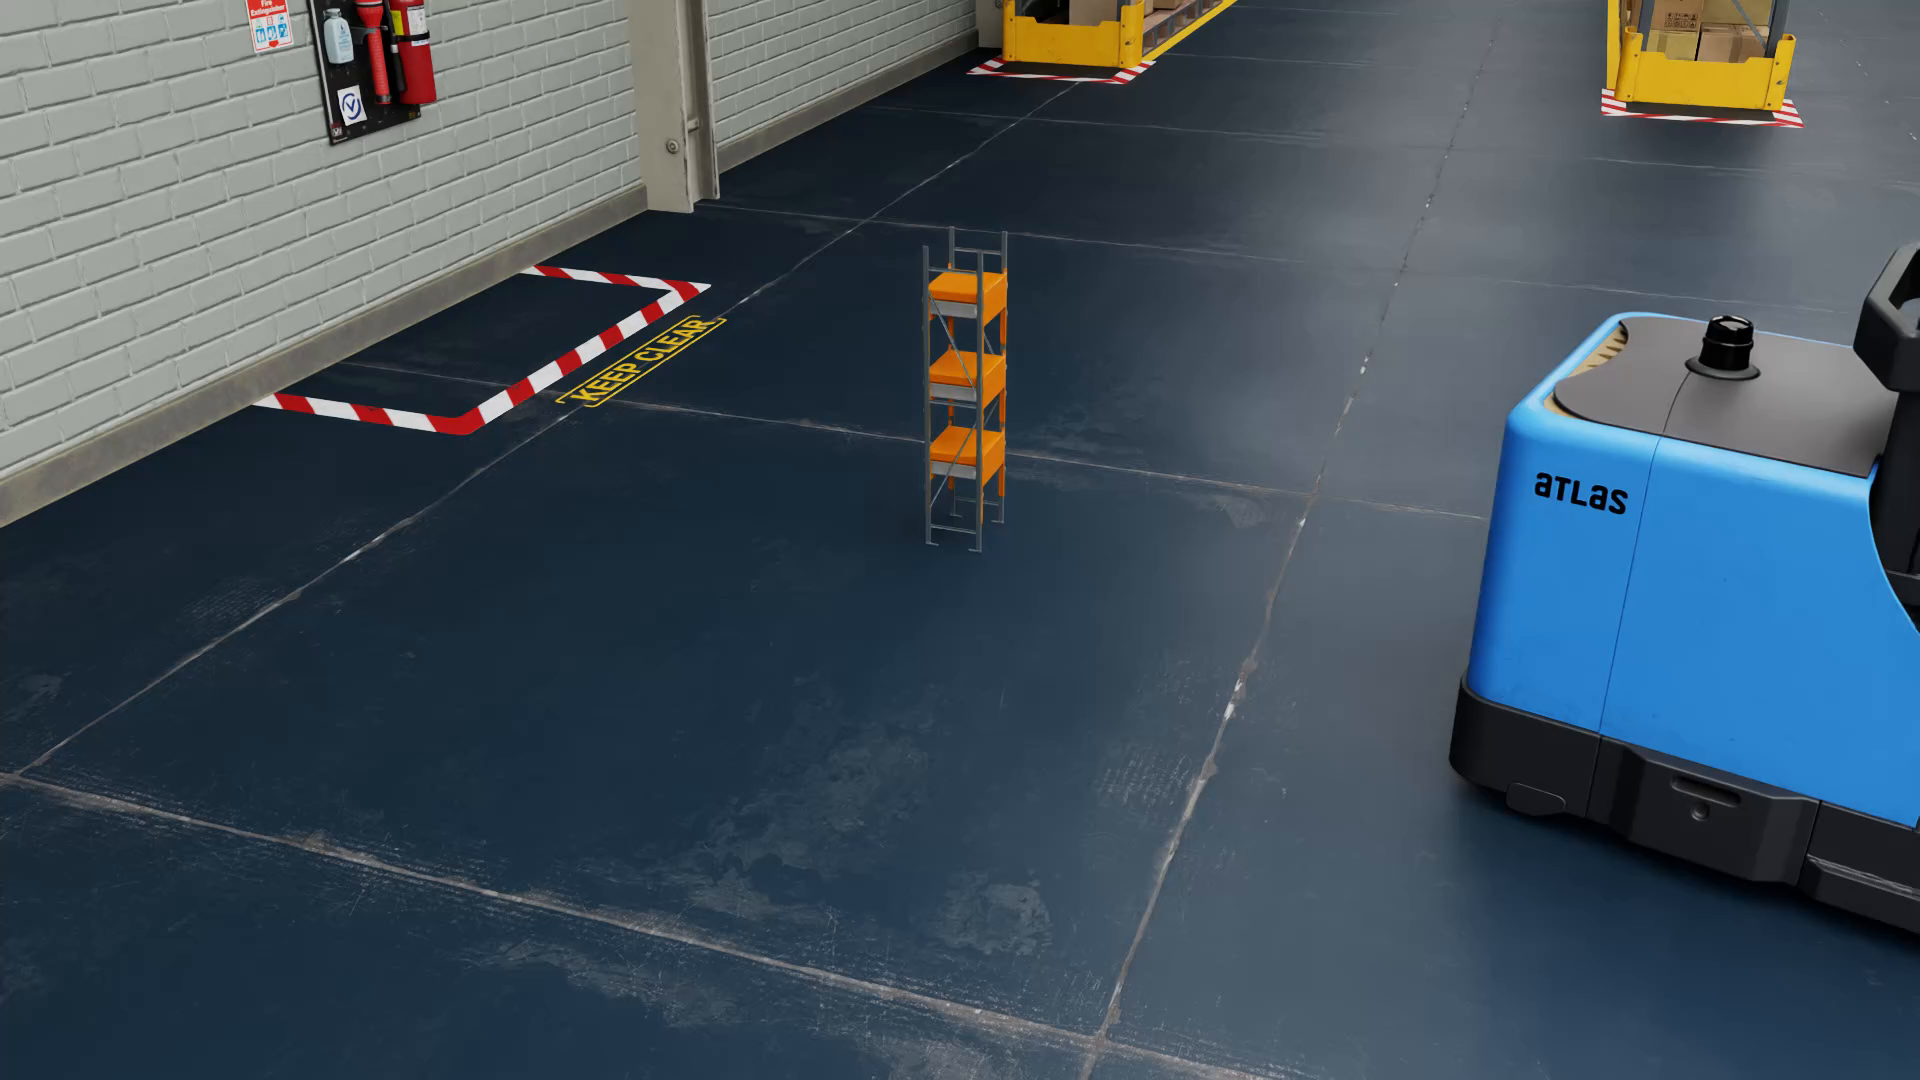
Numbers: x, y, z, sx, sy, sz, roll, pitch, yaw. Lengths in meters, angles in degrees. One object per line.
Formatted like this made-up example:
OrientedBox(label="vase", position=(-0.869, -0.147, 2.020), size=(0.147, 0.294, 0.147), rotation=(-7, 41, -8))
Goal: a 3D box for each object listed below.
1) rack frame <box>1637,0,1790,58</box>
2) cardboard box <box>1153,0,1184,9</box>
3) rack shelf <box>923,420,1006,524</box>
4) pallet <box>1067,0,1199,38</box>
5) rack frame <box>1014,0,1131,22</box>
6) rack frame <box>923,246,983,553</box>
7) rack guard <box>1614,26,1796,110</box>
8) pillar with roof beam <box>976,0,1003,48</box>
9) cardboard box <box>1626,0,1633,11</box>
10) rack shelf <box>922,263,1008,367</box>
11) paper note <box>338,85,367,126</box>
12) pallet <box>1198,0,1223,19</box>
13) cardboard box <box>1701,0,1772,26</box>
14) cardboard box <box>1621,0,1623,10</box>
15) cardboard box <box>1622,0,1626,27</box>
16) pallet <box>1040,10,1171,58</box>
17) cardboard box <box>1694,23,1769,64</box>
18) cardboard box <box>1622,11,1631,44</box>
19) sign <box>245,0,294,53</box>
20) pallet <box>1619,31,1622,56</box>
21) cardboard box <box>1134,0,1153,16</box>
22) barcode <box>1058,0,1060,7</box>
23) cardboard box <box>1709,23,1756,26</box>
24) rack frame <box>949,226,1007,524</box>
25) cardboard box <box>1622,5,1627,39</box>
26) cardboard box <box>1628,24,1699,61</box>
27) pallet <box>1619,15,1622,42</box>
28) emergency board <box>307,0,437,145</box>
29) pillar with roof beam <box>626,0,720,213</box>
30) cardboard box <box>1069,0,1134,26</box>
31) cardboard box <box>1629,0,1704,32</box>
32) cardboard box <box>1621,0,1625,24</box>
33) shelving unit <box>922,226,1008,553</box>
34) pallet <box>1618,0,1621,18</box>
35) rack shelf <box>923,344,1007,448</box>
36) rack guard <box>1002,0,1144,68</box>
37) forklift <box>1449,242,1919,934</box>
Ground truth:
OrientedBox(label="rack frame", position=(5.599, -4.691, 11.996), size=(1.000, 3.000, 0.127), rotation=(9, 27, 17))
OrientedBox(label="cardboard box", position=(1.722, -5.281, 15.578), size=(0.700, 0.500, 0.500), rotation=(7, 27, 14))
OrientedBox(label="rack shelf", position=(0.018, -0.235, 5.692), size=(0.215, 0.259, 0.240), rotation=(9, 27, 17))
OrientedBox(label="pallet", position=(1.663, -5.012, 15.860), size=(1.003, 0.211, 1.213), rotation=(9, 27, 17))
OrientedBox(label="rack frame", position=(0.926, -5.408, 13.477), size=(1.000, 3.000, 0.127), rotation=(9, 27, 17))
OrientedBox(label="rack frame", position=(-0.023, -0.444, 5.463), size=(0.200, 1.050, 0.008), rotation=(9, 27, 17))
OrientedBox(label="rack guard", position=(5.591, -3.556, 12.521), size=(1.175, 0.500, 0.348), rotation=(9, 27, 17))
OrientedBox(label="pillar with roof beam", position=(4.403, -7.897, 11.733), size=(9.100, 9.000, 0.400), rotation=(9, 27, 17))
OrientedBox(label="cardboard box", position=(5.815, -4.657, 13.738), size=(0.500, 0.500, 0.500), rotation=(9, 27, 17))
OrientedBox(label="rack shelf", position=(0.018, -0.740, 5.448), size=(0.215, 0.259, 0.240), rotation=(9, 27, 17))
OrientedBox(label="paper note", position=(-2.636, -1.886, 7.214), size=(0.016, 0.148, 0.142), rotation=(9, 27, 17))
OrientedBox(label="pallet", position=(2.067, -5.515, 16.899), size=(1.003, 0.211, 1.213), rotation=(9, 27, 17))
OrientedBox(label="cardboard box", position=(6.151, -4.374, 13.154), size=(0.500, 0.500, 0.500), rotation=(9, 27, 17))
OrientedBox(label="cardboard box", position=(6.318, -4.935, 15.174), size=(0.500, 0.250, 0.500), rotation=(9, 27, 17))
OrientedBox(label="cardboard box", position=(5.986, -4.524, 14.325), size=(0.500, 0.250, 0.500), rotation=(9, 27, 17))
OrientedBox(label="pallet", position=(1.255, -4.513, 14.828), size=(1.003, 0.211, 1.213), rotation=(9, 27, 17))
OrientedBox(label="cardboard box", position=(5.987, -3.831, 12.893), size=(0.500, 0.250, 0.500), rotation=(9, 27, 17))
OrientedBox(label="cardboard box", position=(5.654, -4.113, 13.476), size=(0.500, 0.250, 0.500), rotation=(9, 27, 17))
OrientedBox(label="sign", position=(-2.793, -2.149, 6.705), size=(0.001, 0.329, 0.234), rotation=(9, 27, 17))
OrientedBox(label="pallet", position=(6.221, -4.256, 14.298), size=(1.003, 0.211, 1.213), rotation=(9, 27, 17))
OrientedBox(label="cardboard box", position=(1.431, -4.901, 15.011), size=(0.500, 0.311, 0.500), rotation=(11, 28, 22))
OrientedBox(label="barcode", position=(0.870, -4.736, 14.661), size=(0.001, 0.075, 0.075), rotation=(9, 27, 17))
OrientedBox(label="cardboard box", position=(6.150, -4.037, 13.318), size=(0.500, 0.250, 0.500), rotation=(9, 27, 17))
OrientedBox(label="rack frame", position=(0.058, -0.545, 5.670), size=(0.200, 1.050, 0.008), rotation=(9, 27, 17))
OrientedBox(label="cardboard box", position=(5.818, -4.319, 13.901), size=(0.500, 0.250, 0.500), rotation=(9, 27, 17))
OrientedBox(label="cardboard box", position=(5.498, -3.906, 13.048), size=(0.500, 0.250, 0.500), rotation=(9, 27, 17))
OrientedBox(label="pallet", position=(6.626, -4.759, 15.337), size=(1.003, 0.211, 1.213), rotation=(9, 27, 17))
OrientedBox(label="emergency board", position=(-2.512, -2.345, 7.152), size=(0.194, 1.169, 0.643), rotation=(9, 27, 17))
OrientedBox(label="pillar with roof beam", position=(2.406, -5.431, 6.641), size=(9.100, 9.000, 0.400), rotation=(9, 27, 17))
OrientedBox(label="cardboard box", position=(1.241, -4.667, 14.527), size=(0.500, 0.311, 0.500), rotation=(6, 26, 12))
OrientedBox(label="cardboard box", position=(5.496, -4.243, 12.885), size=(0.500, 0.500, 0.500), rotation=(9, 27, 17))
OrientedBox(label="cardboard box", position=(6.147, -4.730, 14.751), size=(0.500, 0.250, 0.500), rotation=(9, 27, 17))
OrientedBox(label="shelving unit", position=(0.018, -0.495, 5.567), size=(0.215, 1.050, 0.252), rotation=(9, 27, 17))
OrientedBox(label="pallet", position=(7.138, -5.388, 16.636), size=(1.003, 0.211, 1.213), rotation=(9, 27, 17))
OrientedBox(label="rack shelf", position=(0.018, -0.485, 5.571), size=(0.215, 0.259, 0.240), rotation=(9, 27, 17))
OrientedBox(label="rack guard", position=(0.951, -4.314, 14.086), size=(1.175, 0.500, 0.348), rotation=(9, 27, 17))
OrientedBox(label="forklift", position=(2.793, -0.470, 3.357), size=(3.031, 2.935, 1.130), rotation=(17, 30, 30))
